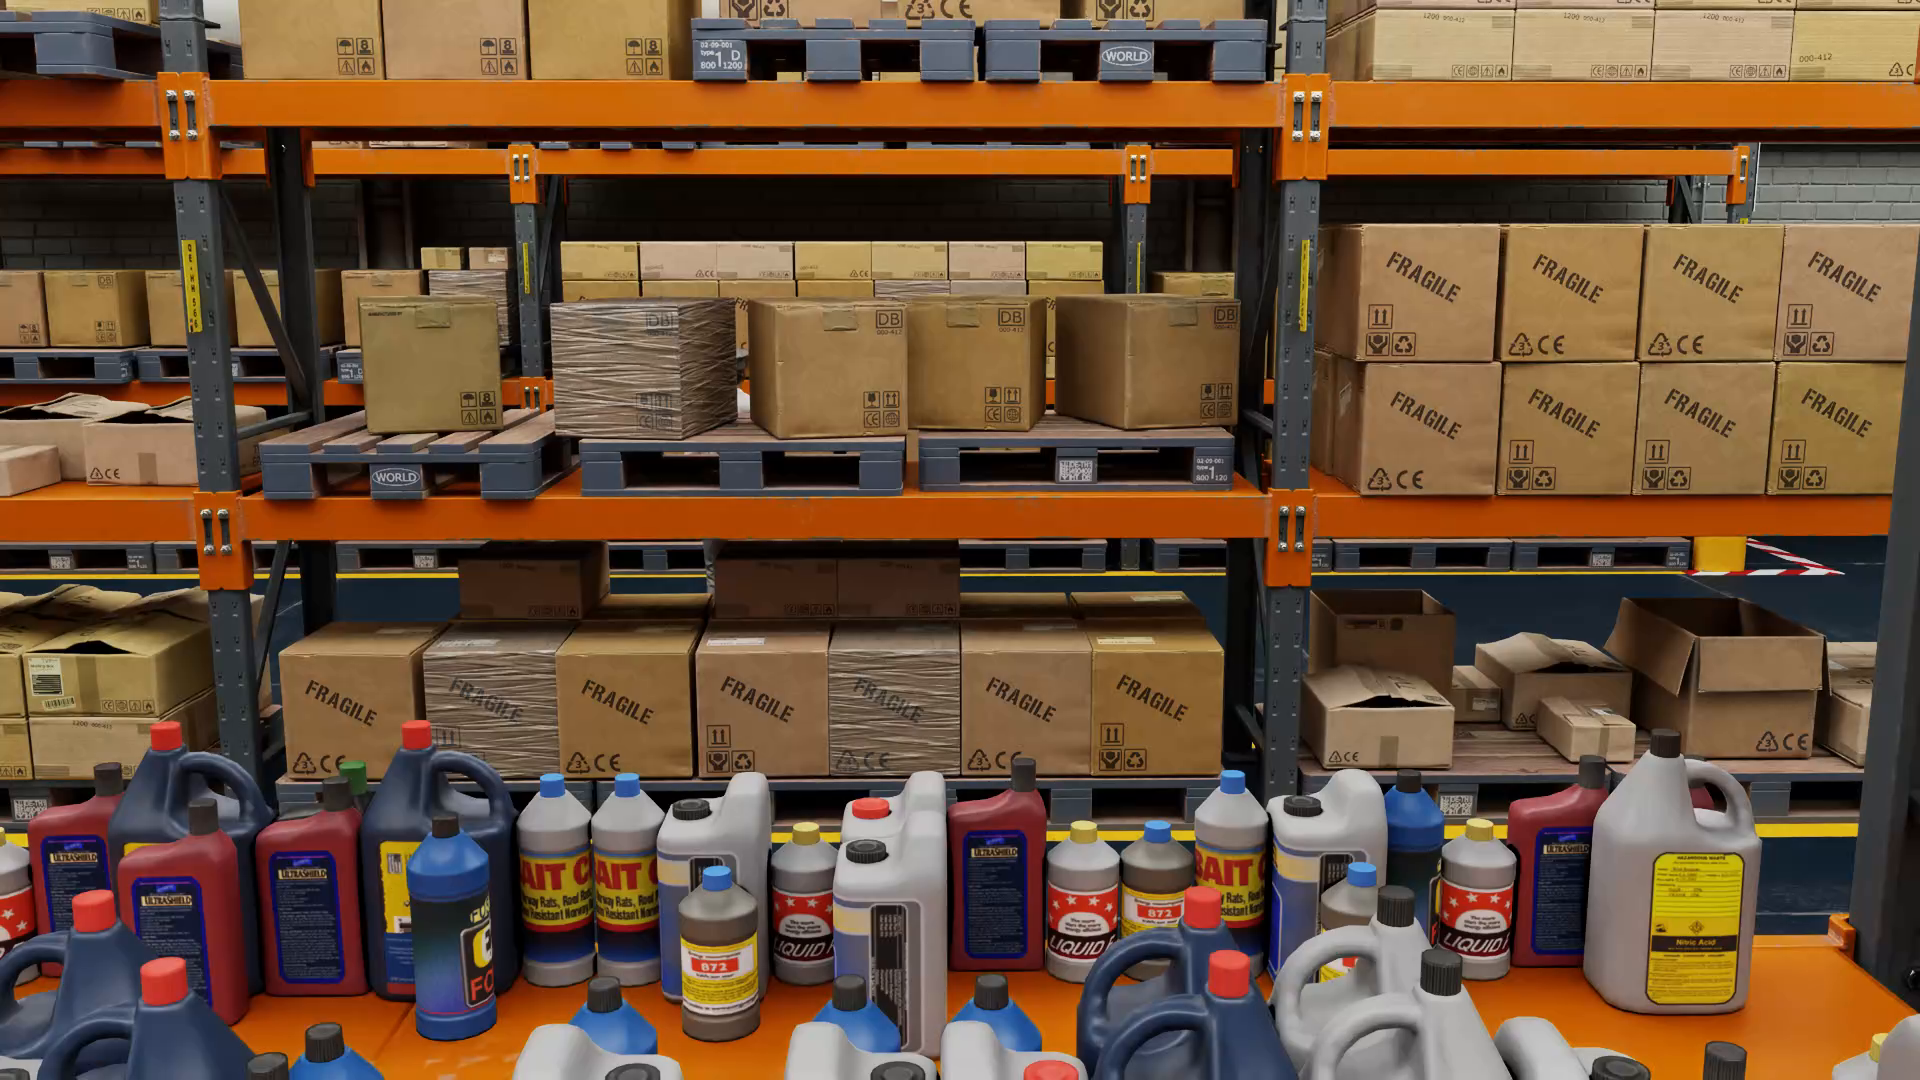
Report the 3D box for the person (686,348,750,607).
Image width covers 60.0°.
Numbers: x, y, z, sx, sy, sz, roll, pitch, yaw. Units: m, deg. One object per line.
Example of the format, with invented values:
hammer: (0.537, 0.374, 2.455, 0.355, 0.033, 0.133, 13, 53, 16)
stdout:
person: (-1.213, -0.190, 8.939, 0.537, 1.663, 0.378, 0, 10, -2)
